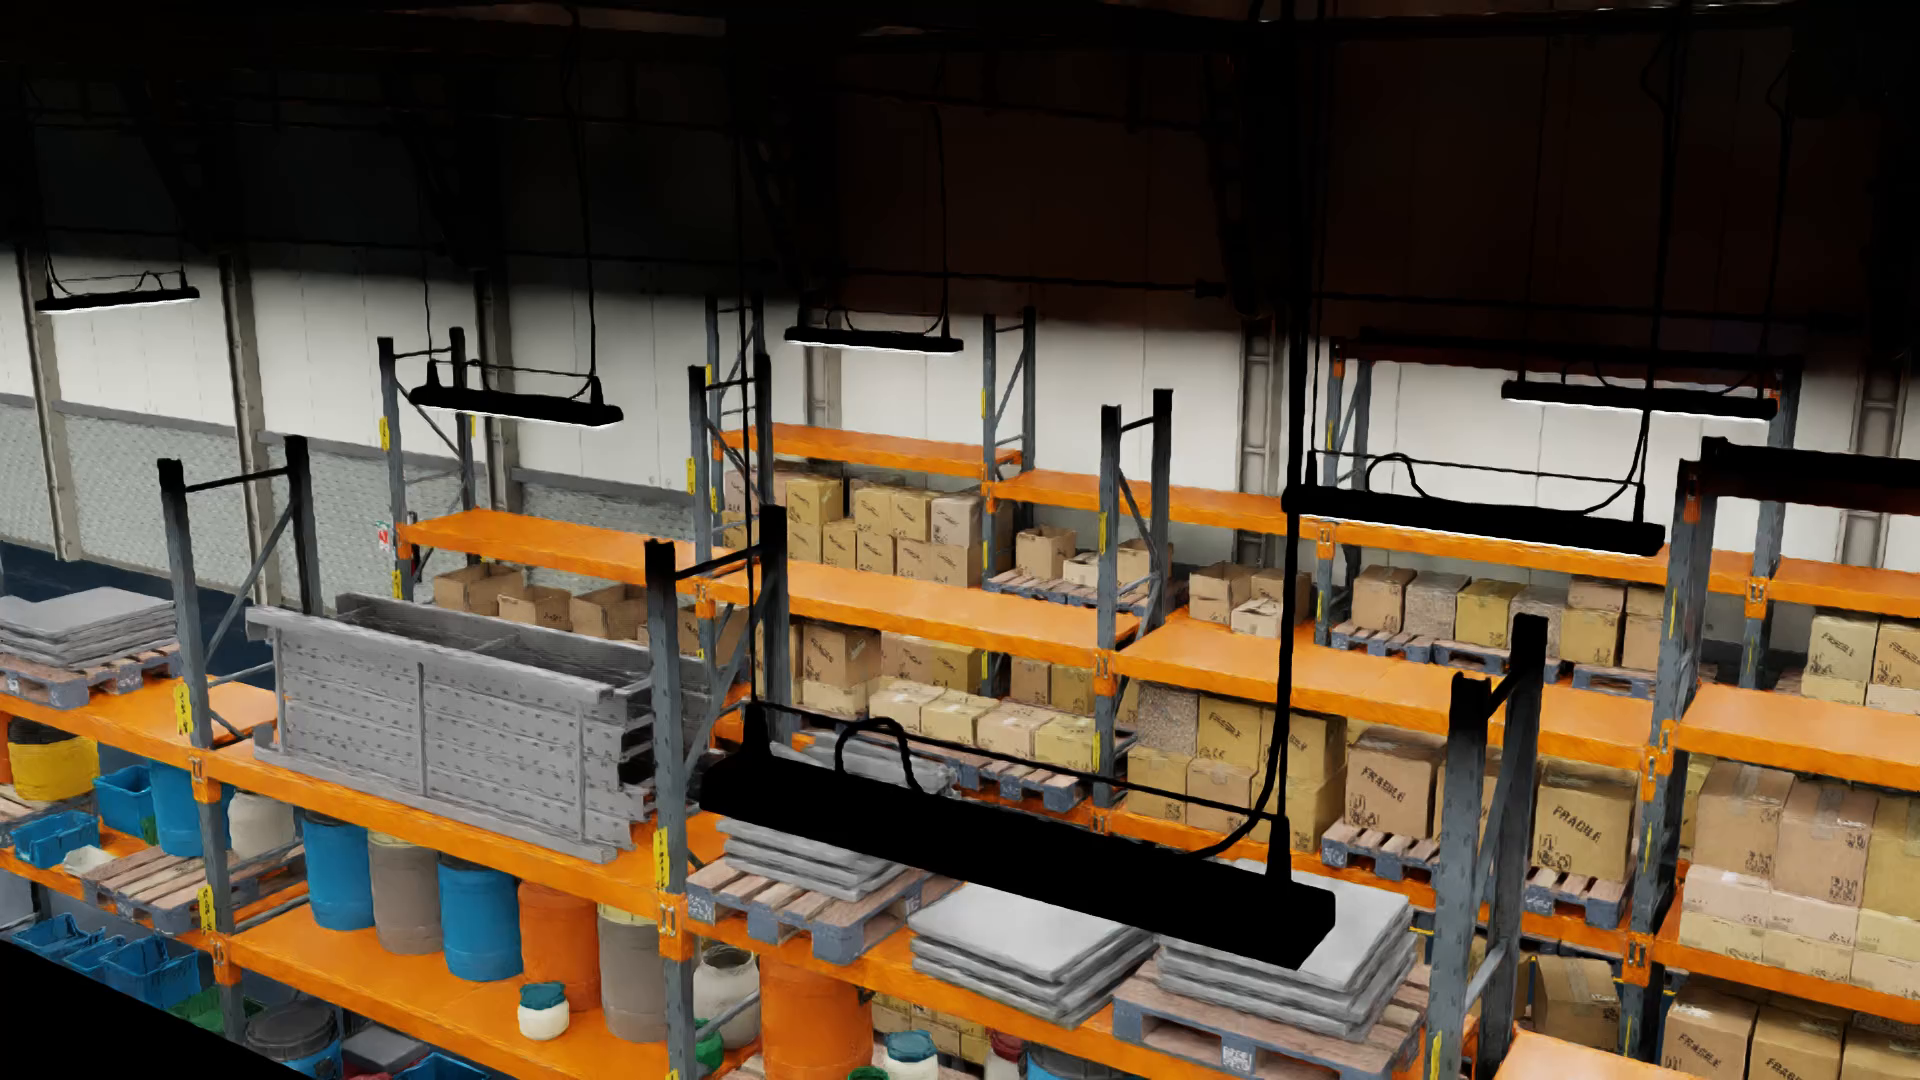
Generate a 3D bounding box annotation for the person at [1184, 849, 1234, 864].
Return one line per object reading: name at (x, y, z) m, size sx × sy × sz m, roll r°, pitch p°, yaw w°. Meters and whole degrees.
person at (2.486, 3.254, 16.374) m, size 0.600 × 1.779 × 0.445 m, roll 1°, pitch 14°, yaw 5°
